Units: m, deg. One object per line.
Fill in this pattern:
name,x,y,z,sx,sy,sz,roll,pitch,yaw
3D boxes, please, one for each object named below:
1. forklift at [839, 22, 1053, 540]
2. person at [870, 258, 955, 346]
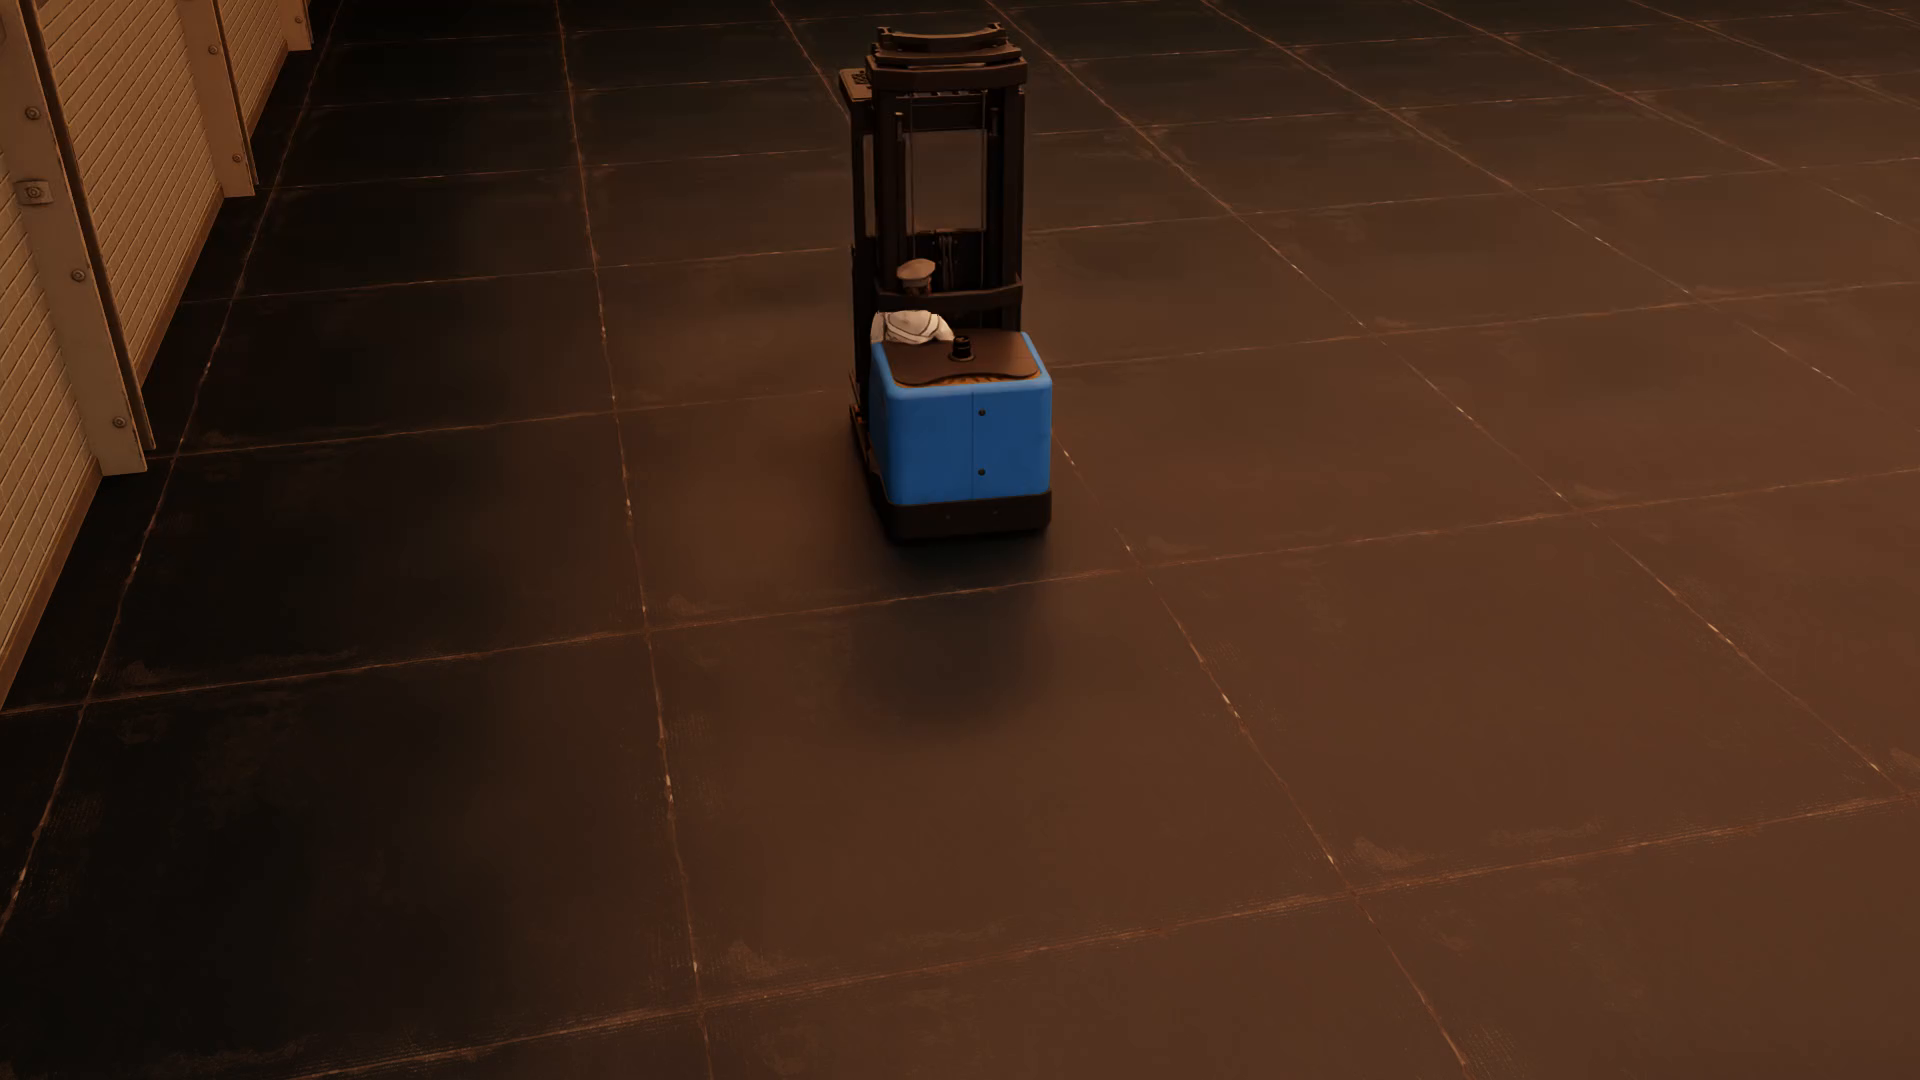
forklift,-0.181,-1.992,11.015,1.130,2.935,3.031,-5,30,-8
person,-0.152,-1.150,10.823,0.721,1.489,0.680,15,33,24
